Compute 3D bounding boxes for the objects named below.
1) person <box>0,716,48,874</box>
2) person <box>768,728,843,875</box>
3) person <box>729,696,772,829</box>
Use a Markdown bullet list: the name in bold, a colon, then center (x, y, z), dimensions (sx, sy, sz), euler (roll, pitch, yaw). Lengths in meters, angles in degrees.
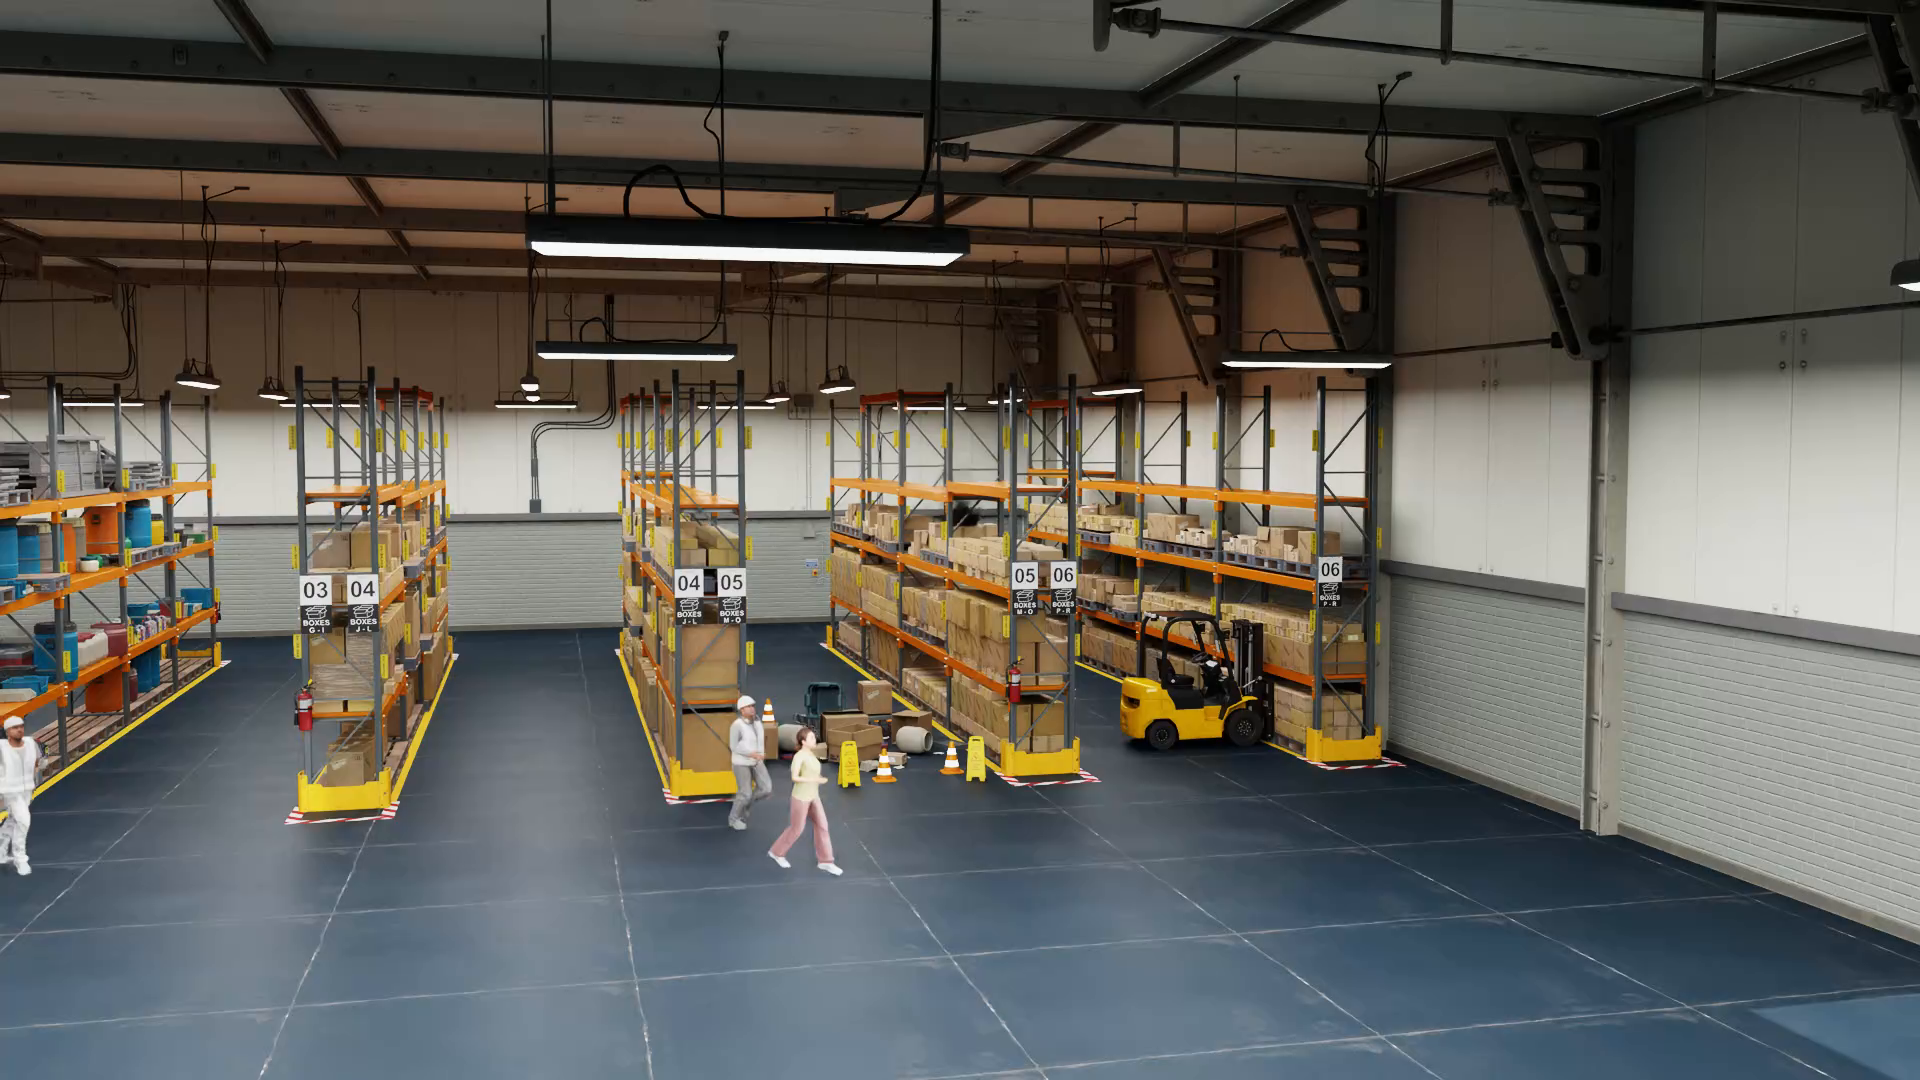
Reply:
- **person**: center (-11.015, 2.966, 19.416), dimensions (0.786, 1.852, 0.645), euler (1, 4, 21)
- **person**: center (-1.805, 3.005, 19.205), dimensions (0.917, 1.683, 0.566), euler (1, 4, 23)
- **person**: center (-2.688, 2.859, 21.411), dimensions (0.679, 1.729, 0.687), euler (3, 4, 39)
